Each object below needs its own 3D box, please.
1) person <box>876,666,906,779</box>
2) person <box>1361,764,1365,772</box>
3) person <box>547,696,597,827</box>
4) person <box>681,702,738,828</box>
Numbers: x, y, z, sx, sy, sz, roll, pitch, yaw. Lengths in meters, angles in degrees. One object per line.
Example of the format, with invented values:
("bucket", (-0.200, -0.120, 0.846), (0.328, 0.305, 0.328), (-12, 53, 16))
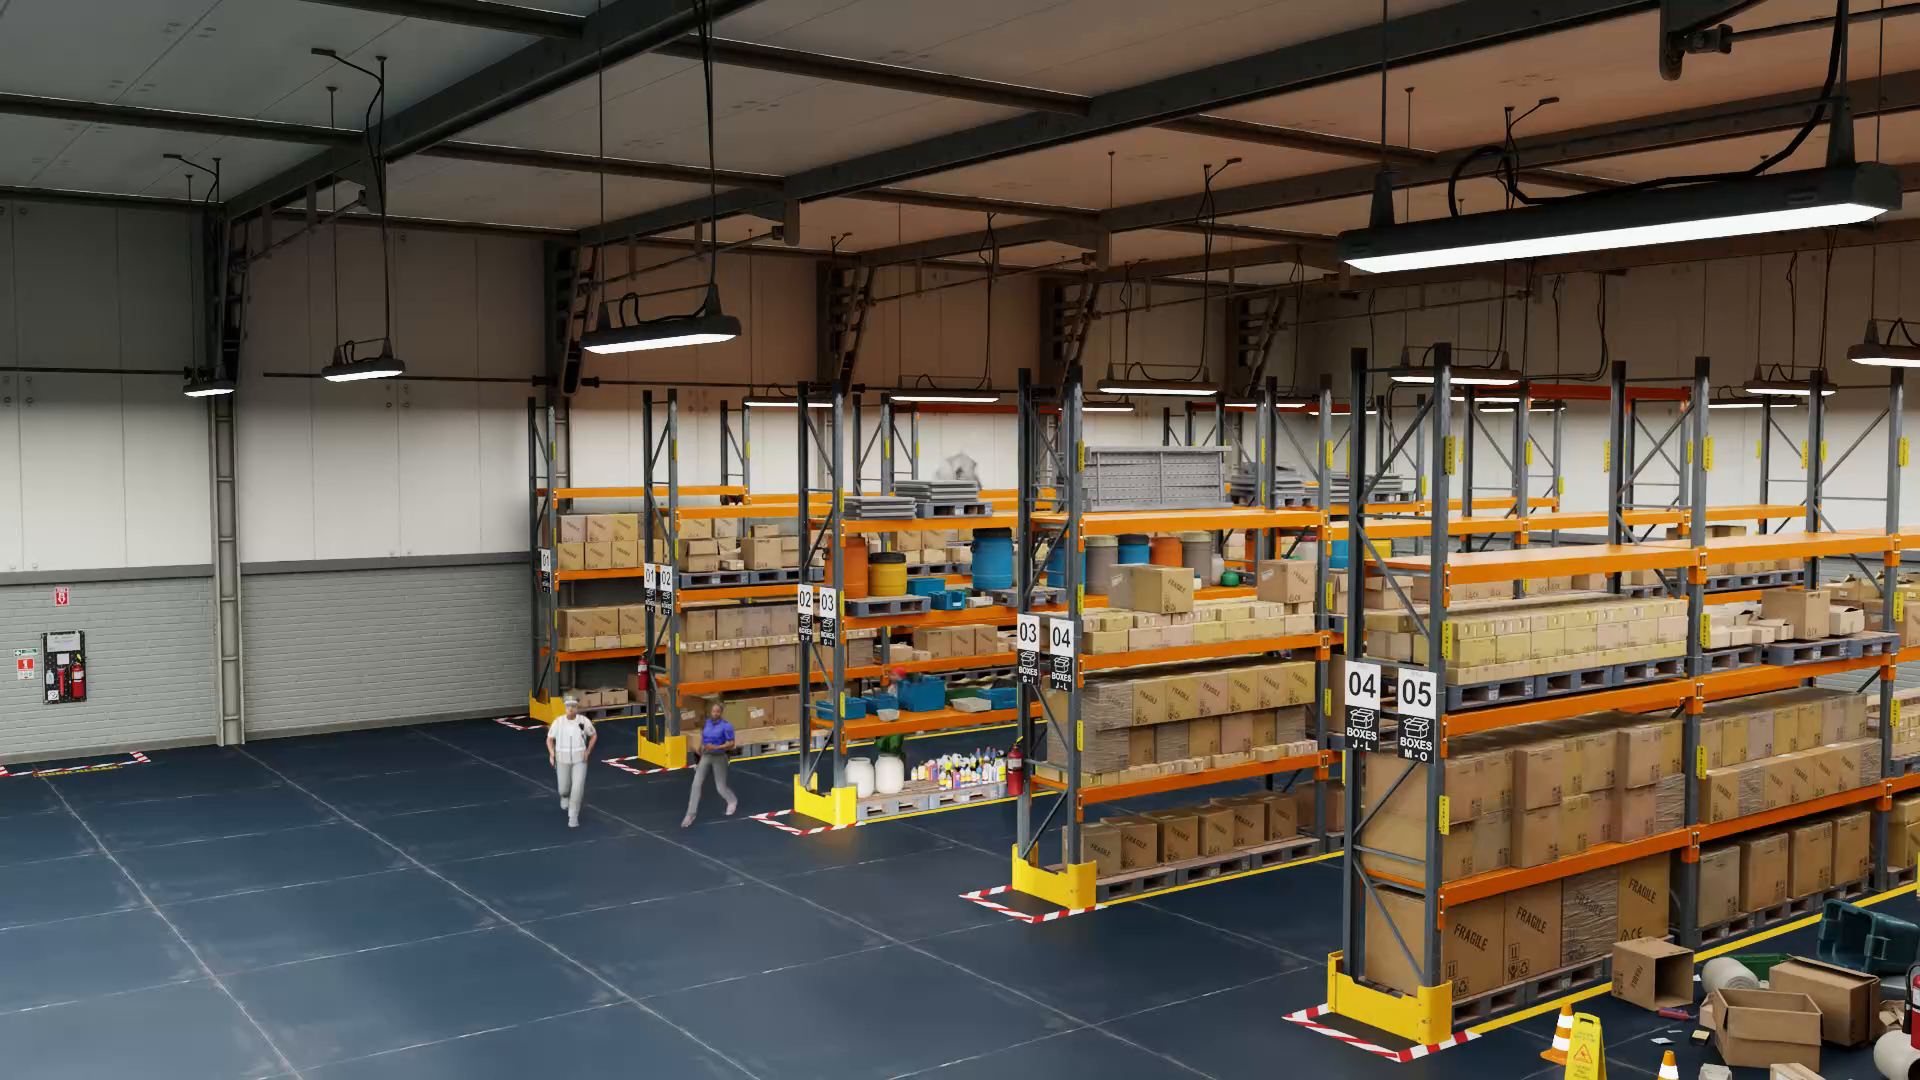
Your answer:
("person", (-1.009, 2.798, 25.380), (0.583, 1.745, 0.664), (-3, 4, -39))
("person", (5.932, 2.824, 24.418), (0.667, 1.754, 0.641), (-3, 5, -43))
("person", (-5.270, 2.972, 22.609), (0.671, 1.749, 0.657), (-1, 3, -12))
("person", (-3.323, 3.015, 22.581), (0.602, 1.648, 0.938), (1, 4, 20))
